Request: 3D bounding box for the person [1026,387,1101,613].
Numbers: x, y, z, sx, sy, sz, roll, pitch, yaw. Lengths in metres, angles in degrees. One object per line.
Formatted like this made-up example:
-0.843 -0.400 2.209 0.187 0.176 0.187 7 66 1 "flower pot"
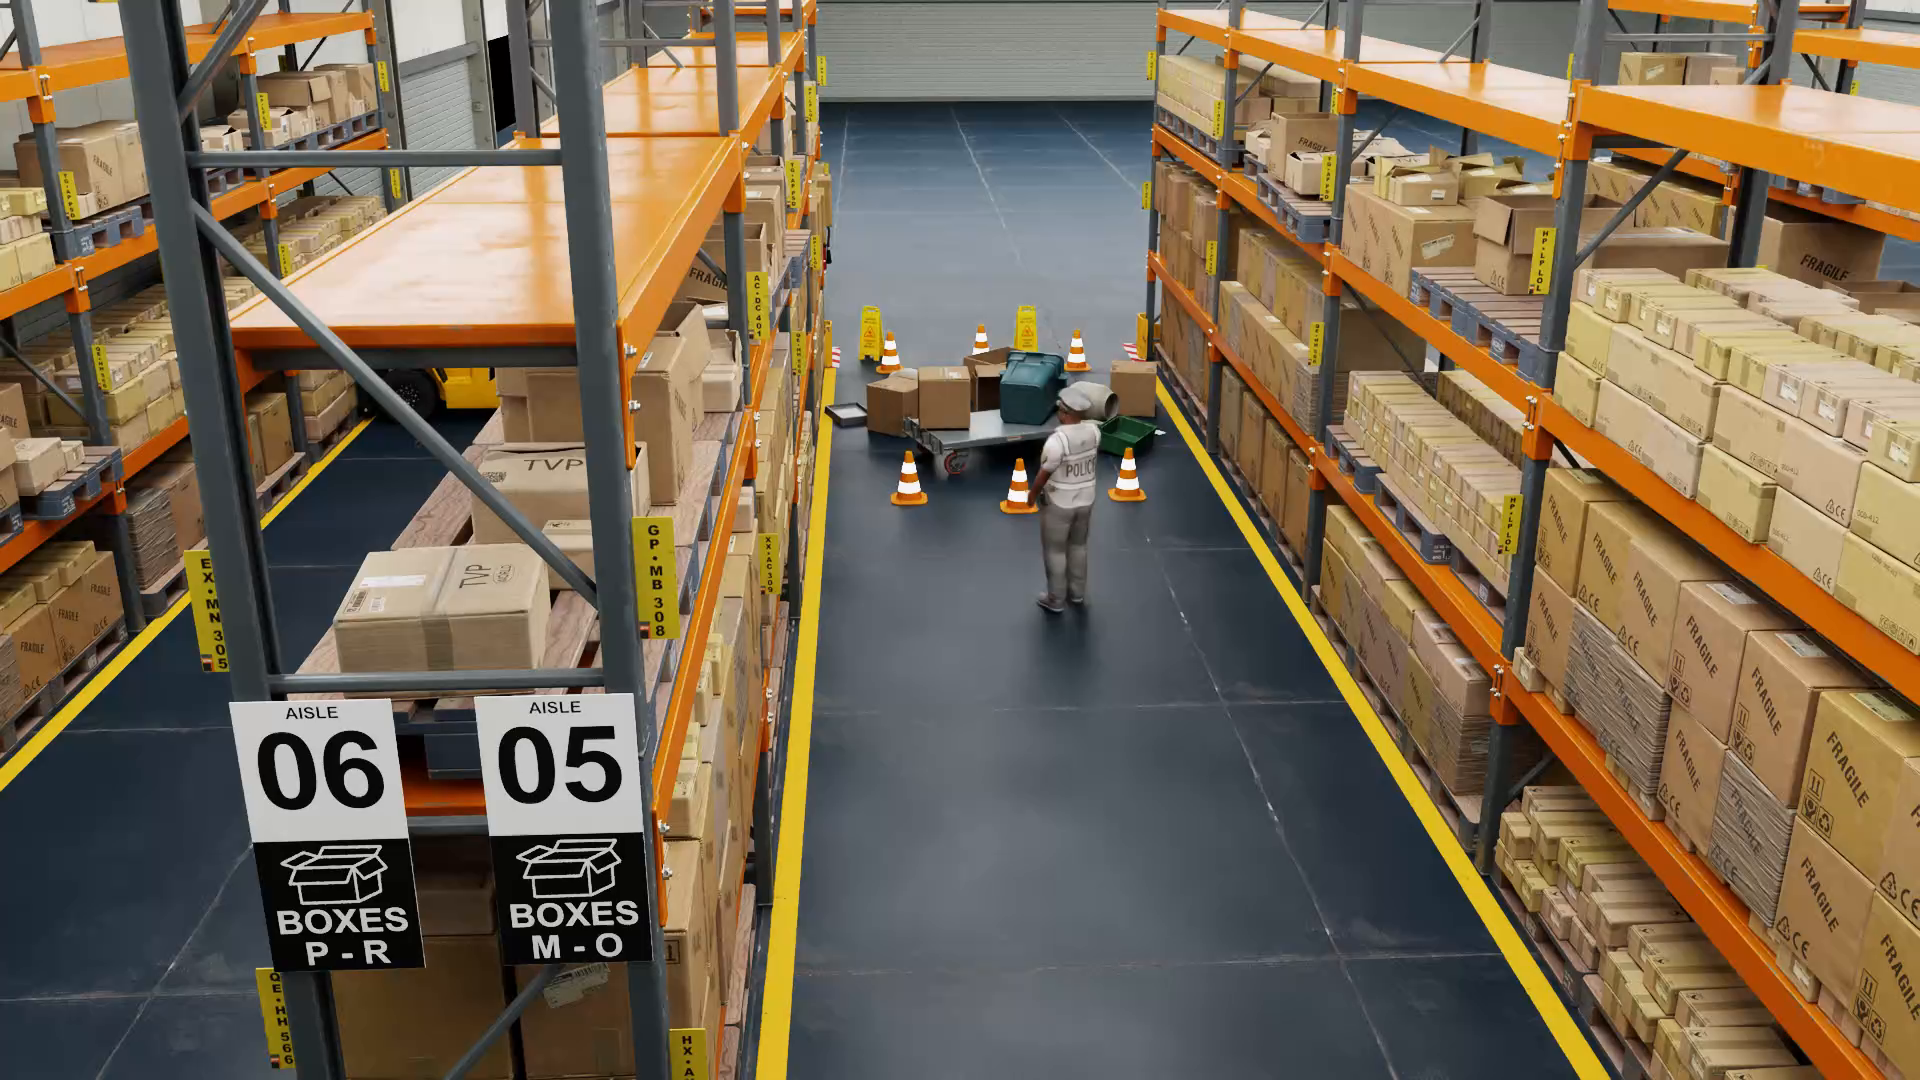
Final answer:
0.795 -0.324 12.736 0.587 1.790 0.508 -17 26 -38 "person"
